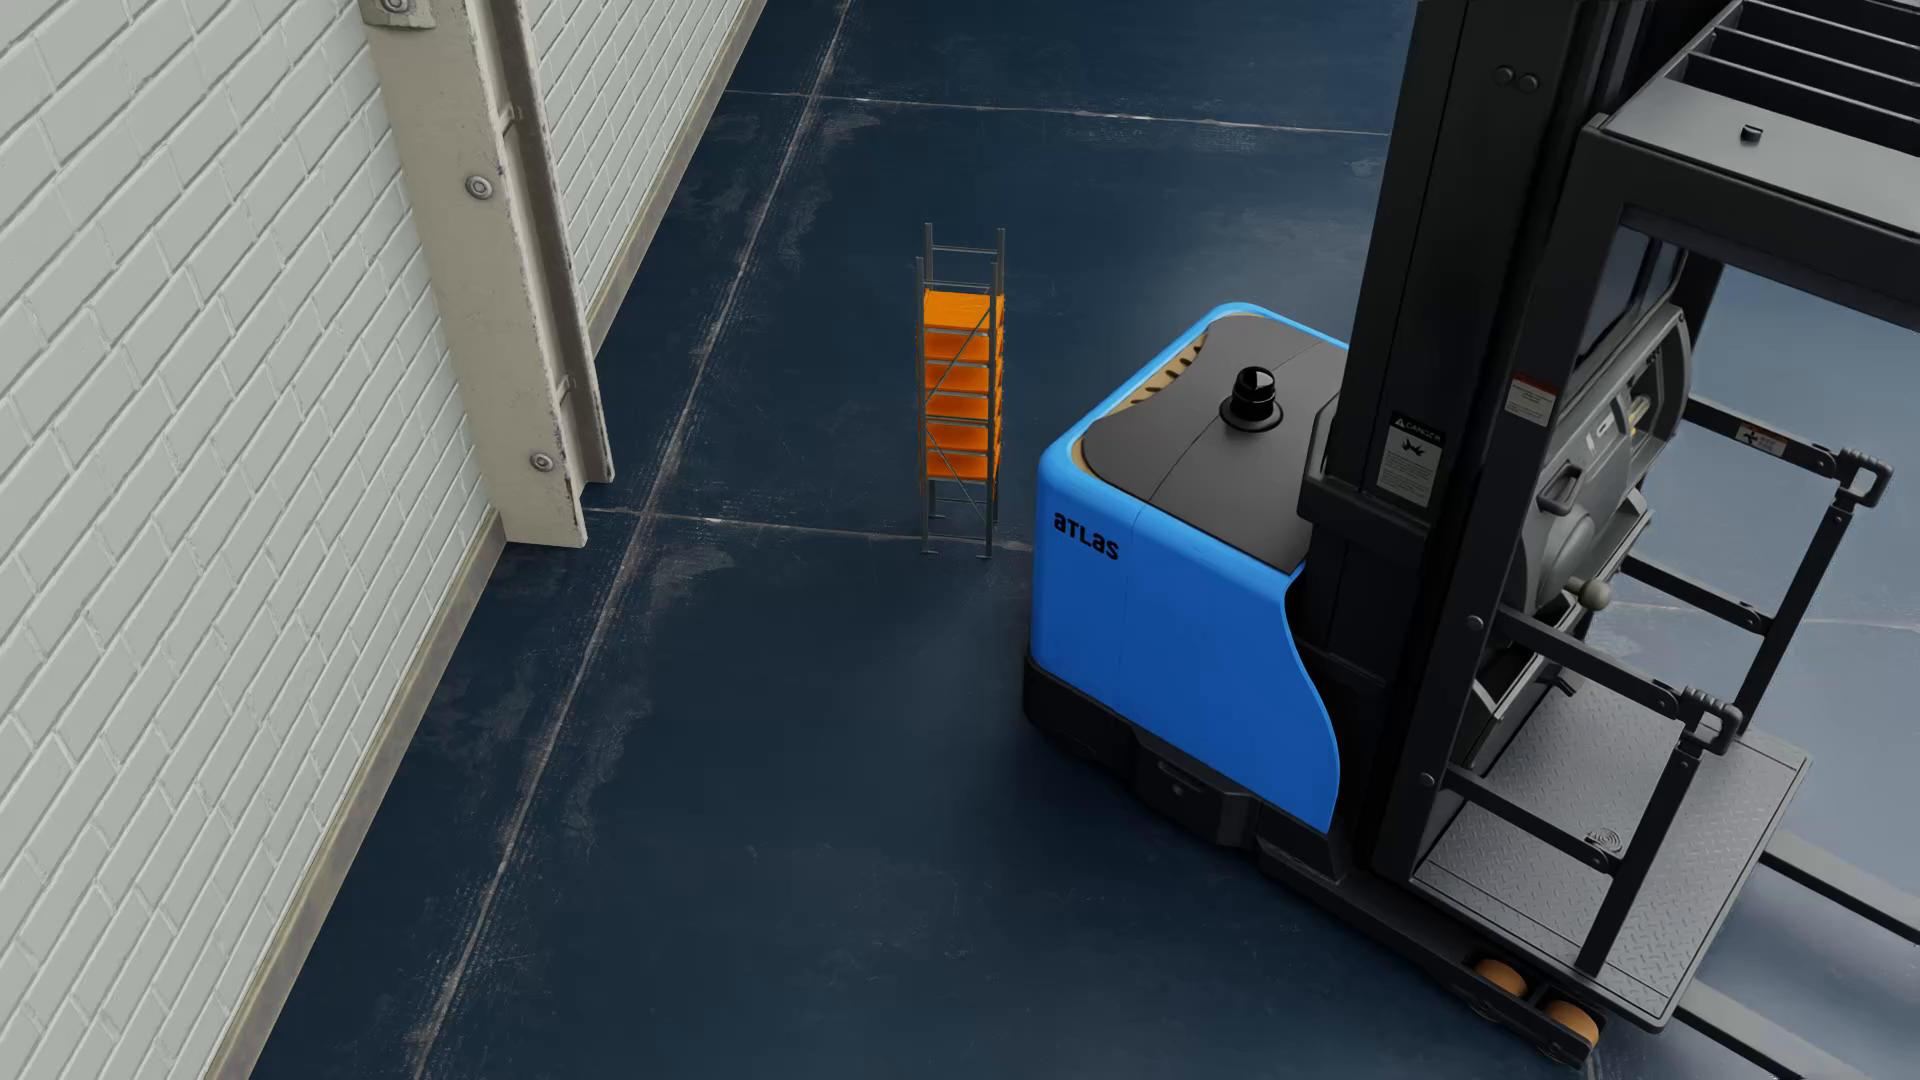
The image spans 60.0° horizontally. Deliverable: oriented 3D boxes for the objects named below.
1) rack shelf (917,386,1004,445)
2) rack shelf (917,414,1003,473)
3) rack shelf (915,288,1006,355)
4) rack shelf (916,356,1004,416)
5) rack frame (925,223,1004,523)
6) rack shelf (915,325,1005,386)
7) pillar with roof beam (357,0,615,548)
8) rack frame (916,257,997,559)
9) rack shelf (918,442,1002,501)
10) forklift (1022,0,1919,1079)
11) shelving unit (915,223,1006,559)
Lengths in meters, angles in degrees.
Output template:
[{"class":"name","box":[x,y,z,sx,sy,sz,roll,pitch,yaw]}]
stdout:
[{"class":"rack shelf","box":[0.002,-0.413,5.378,0.258,0.103,0.180,5,44,6]},{"class":"rack shelf","box":[0.002,-0.326,5.461,0.258,0.103,0.180,5,44,6]},{"class":"rack shelf","box":[0.002,-0.675,5.131,0.258,0.103,0.180,5,44,6]},{"class":"rack shelf","box":[0.002,-0.500,5.296,0.258,0.103,0.180,5,44,6]},{"class":"rack frame","box":[0.014,-0.508,5.414,0.240,1.200,0.006,5,44,6]},{"class":"rack shelf","box":[0.002,-0.588,5.213,0.258,0.103,0.180,5,44,6]},{"class":"pillar with roof beam","box":[2.844,-2.998,2.371,9.100,9.000,0.400,5,44,6]},{"class":"rack frame","box":[-0.010,-0.383,5.282,0.240,1.200,0.006,5,44,6]},{"class":"rack shelf","box":[0.002,-0.239,5.543,0.258,0.103,0.180,5,44,6]},{"class":"forklift","box":[1.656,-0.124,3.750,3.031,2.935,1.130,29,51,27]},{"class":"shelving unit","box":[0.002,-0.446,5.348,0.258,1.200,0.189,5,44,6]}]
